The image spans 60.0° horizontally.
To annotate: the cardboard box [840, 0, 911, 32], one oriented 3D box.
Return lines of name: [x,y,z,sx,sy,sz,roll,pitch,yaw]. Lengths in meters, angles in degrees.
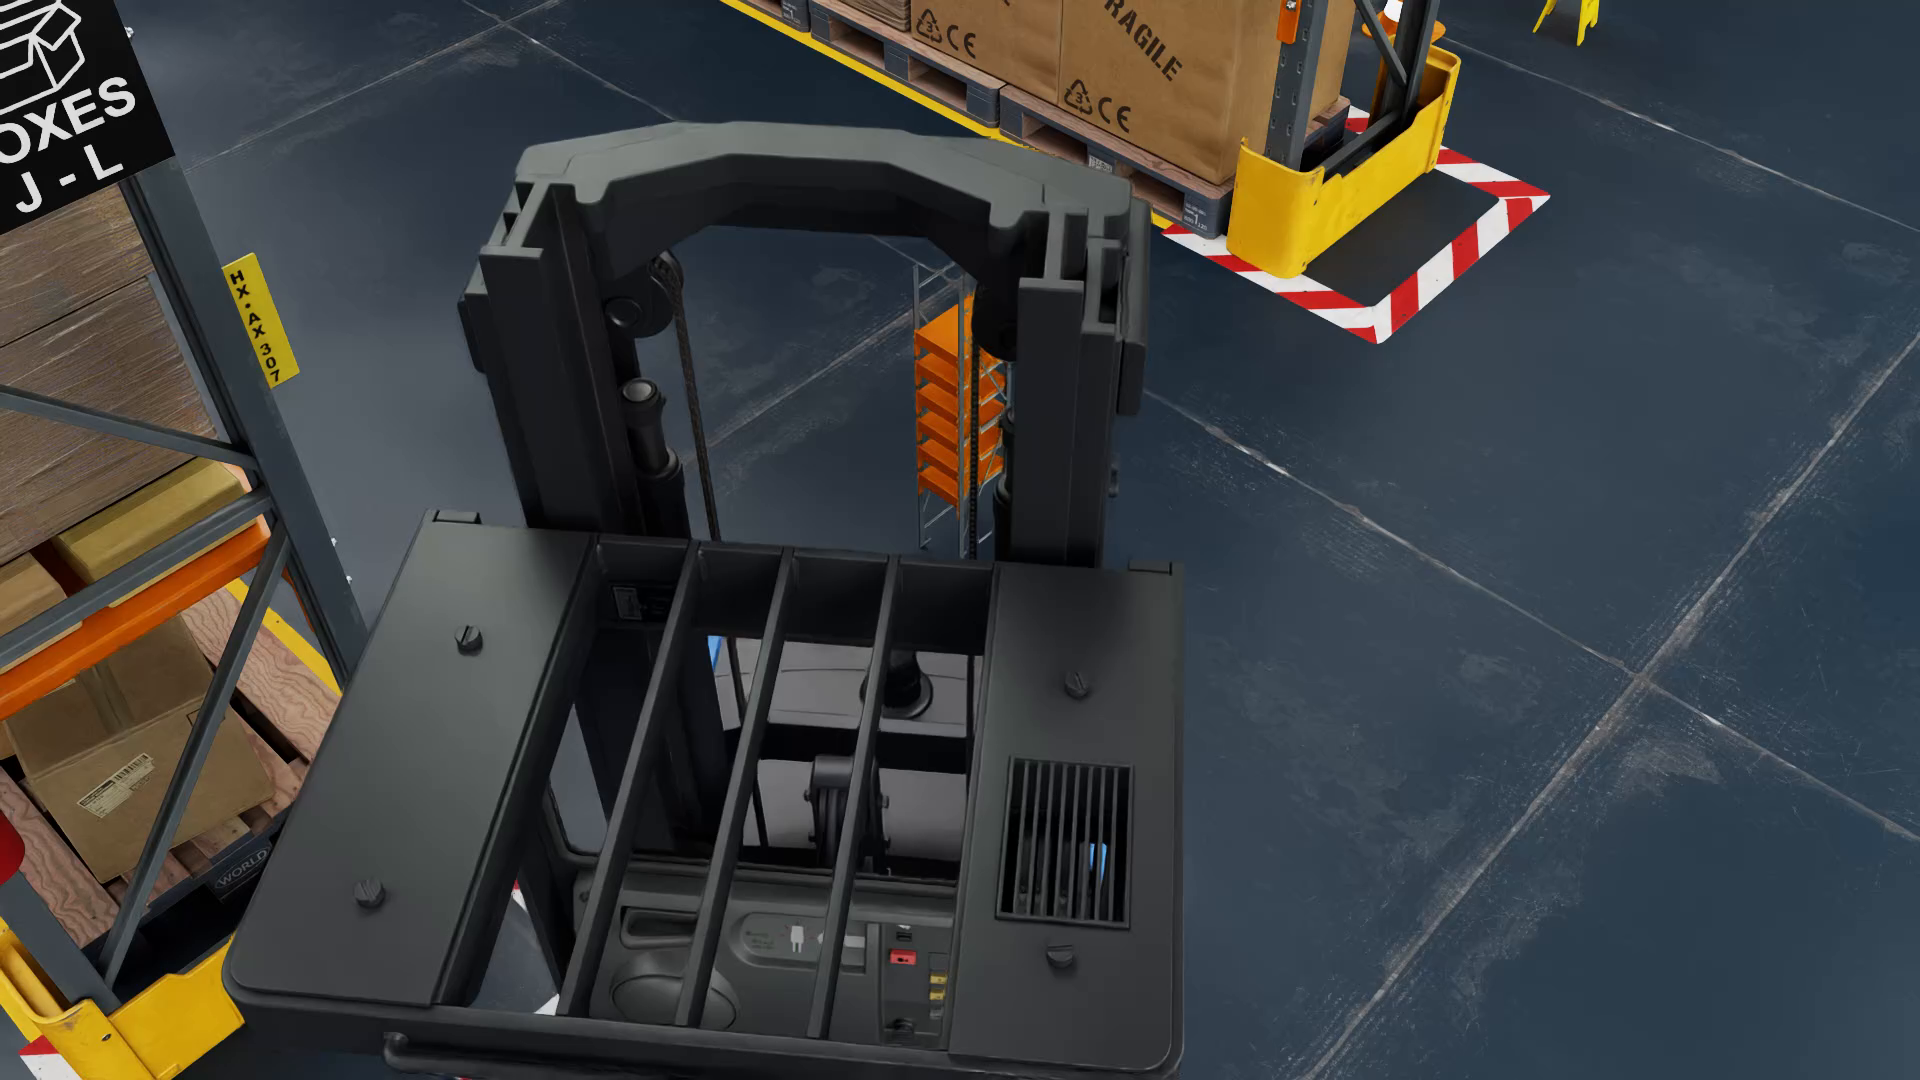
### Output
cardboard box: [-0.281,-3.078,7.752,0.875,0.875,0.875,34,56,28]

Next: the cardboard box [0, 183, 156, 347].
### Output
cardboard box: [-2.079,-0.765,3.452,0.500,0.500,0.500,34,55,28]

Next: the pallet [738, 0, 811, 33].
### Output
pallet: [-0.855,-3.081,8.498,1.213,0.211,1.003,34,55,28]

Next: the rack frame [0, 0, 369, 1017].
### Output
rack frame: [-1.859,0.131,3.569,0.127,3.000,1.000,34,55,28]

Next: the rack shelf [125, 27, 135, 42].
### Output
rack shelf: [-3.329,-1.638,3.666,4.000,0.370,1.077,34,55,28]

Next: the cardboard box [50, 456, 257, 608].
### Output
cardboard box: [-1.907,-0.051,3.913,0.250,0.149,0.380,34,55,28]

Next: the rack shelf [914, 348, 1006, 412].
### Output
rack shelf: [0.011,-0.537,5.163,0.180,0.103,0.258,34,55,28]

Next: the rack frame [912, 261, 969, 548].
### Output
rack frame: [-0.057,-0.449,5.348,0.006,1.200,0.240,34,55,28]

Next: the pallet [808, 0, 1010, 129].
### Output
pallet: [0.046,-2.478,7.932,1.213,0.211,1.003,34,55,28]

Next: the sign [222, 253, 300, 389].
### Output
sign: [-1.492,-0.456,3.527,0.005,0.325,0.100,34,55,28]

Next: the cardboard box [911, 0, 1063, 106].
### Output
cardboard box: [0.388,-2.626,7.328,0.875,0.875,0.875,33,55,27]

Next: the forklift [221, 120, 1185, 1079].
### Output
forklift: [-0.256,0.918,2.878,1.130,2.935,3.031,4,47,4]

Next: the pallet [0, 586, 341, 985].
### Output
pallet: [-2.488,0.628,5.016,1.213,0.211,1.003,34,55,28]

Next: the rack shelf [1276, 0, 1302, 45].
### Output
rack shelf: [0.109,-3.219,7.208,4.000,0.370,1.077,34,55,28]

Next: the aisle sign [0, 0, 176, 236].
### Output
aisle sign: [-1.610,-0.889,2.744,0.004,0.787,0.394,34,55,28]

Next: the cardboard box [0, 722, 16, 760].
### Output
cardboard box: [-2.770,0.248,4.886,0.500,0.500,0.500,-25,52,-21]

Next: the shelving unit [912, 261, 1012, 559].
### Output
shelving unit: [0.011,-0.404,5.306,0.189,1.200,0.258,34,55,28]

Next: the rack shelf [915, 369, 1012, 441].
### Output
rack shelf: [0.011,-0.455,5.251,0.180,0.103,0.258,34,55,28]

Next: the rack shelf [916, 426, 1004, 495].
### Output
rack shelf: [0.011,-0.291,5.426,0.180,0.103,0.258,34,55,28]

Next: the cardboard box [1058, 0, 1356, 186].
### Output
cardboard box: [1.036,-2.192,6.920,0.875,0.875,0.875,34,56,28]

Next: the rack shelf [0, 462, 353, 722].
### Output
rack shelf: [-3.329,-0.611,4.760,4.000,0.370,1.077,34,55,28]

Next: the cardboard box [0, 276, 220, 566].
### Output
cardboard box: [-2.245,-0.291,3.693,0.500,0.500,0.875,34,55,28]

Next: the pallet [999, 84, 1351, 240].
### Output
pallet: [0.938,-1.875,7.366,1.213,0.211,1.003,34,55,28]

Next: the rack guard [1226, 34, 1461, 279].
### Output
rack guard: [1.596,-1.608,6.917,0.348,0.500,1.175,34,55,28]

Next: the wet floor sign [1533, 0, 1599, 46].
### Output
wet floor sign: [2.943,-2.716,7.858,0.232,0.644,0.267,25,52,22]

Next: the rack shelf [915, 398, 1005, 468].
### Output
rack shelf: [0.011,-0.373,5.338,0.180,0.103,0.258,34,55,28]

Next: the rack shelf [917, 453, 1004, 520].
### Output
rack shelf: [0.011,-0.209,5.513,0.180,0.103,0.258,34,55,28]

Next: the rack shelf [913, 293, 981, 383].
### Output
rack shelf: [0.011,-0.620,5.076,0.180,0.103,0.258,34,55,28]

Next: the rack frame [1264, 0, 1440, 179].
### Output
rack frame: [1.579,-2.476,6.017,0.127,3.000,1.000,34,55,28]

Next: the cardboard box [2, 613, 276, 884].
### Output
cardboard box: [-2.307,0.525,4.626,0.500,0.500,0.500,-28,53,-24]

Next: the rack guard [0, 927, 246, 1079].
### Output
rack guard: [-1.915,0.949,4.516,0.348,0.500,1.175,34,55,28]

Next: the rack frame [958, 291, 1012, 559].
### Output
rack frame: [0.078,-0.358,5.263,0.006,1.200,0.240,34,55,28]

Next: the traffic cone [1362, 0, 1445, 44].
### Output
traffic cone: [2.152,-2.631,7.903,0.334,0.463,0.336,34,55,28]

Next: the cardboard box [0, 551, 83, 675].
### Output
cardboard box: [-2.209,0.187,3.689,0.250,0.149,0.380,34,55,28]

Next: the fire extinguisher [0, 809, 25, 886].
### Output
fire extinguisher: [-2.088,0.461,3.312,0.183,0.674,0.296,34,55,28]
